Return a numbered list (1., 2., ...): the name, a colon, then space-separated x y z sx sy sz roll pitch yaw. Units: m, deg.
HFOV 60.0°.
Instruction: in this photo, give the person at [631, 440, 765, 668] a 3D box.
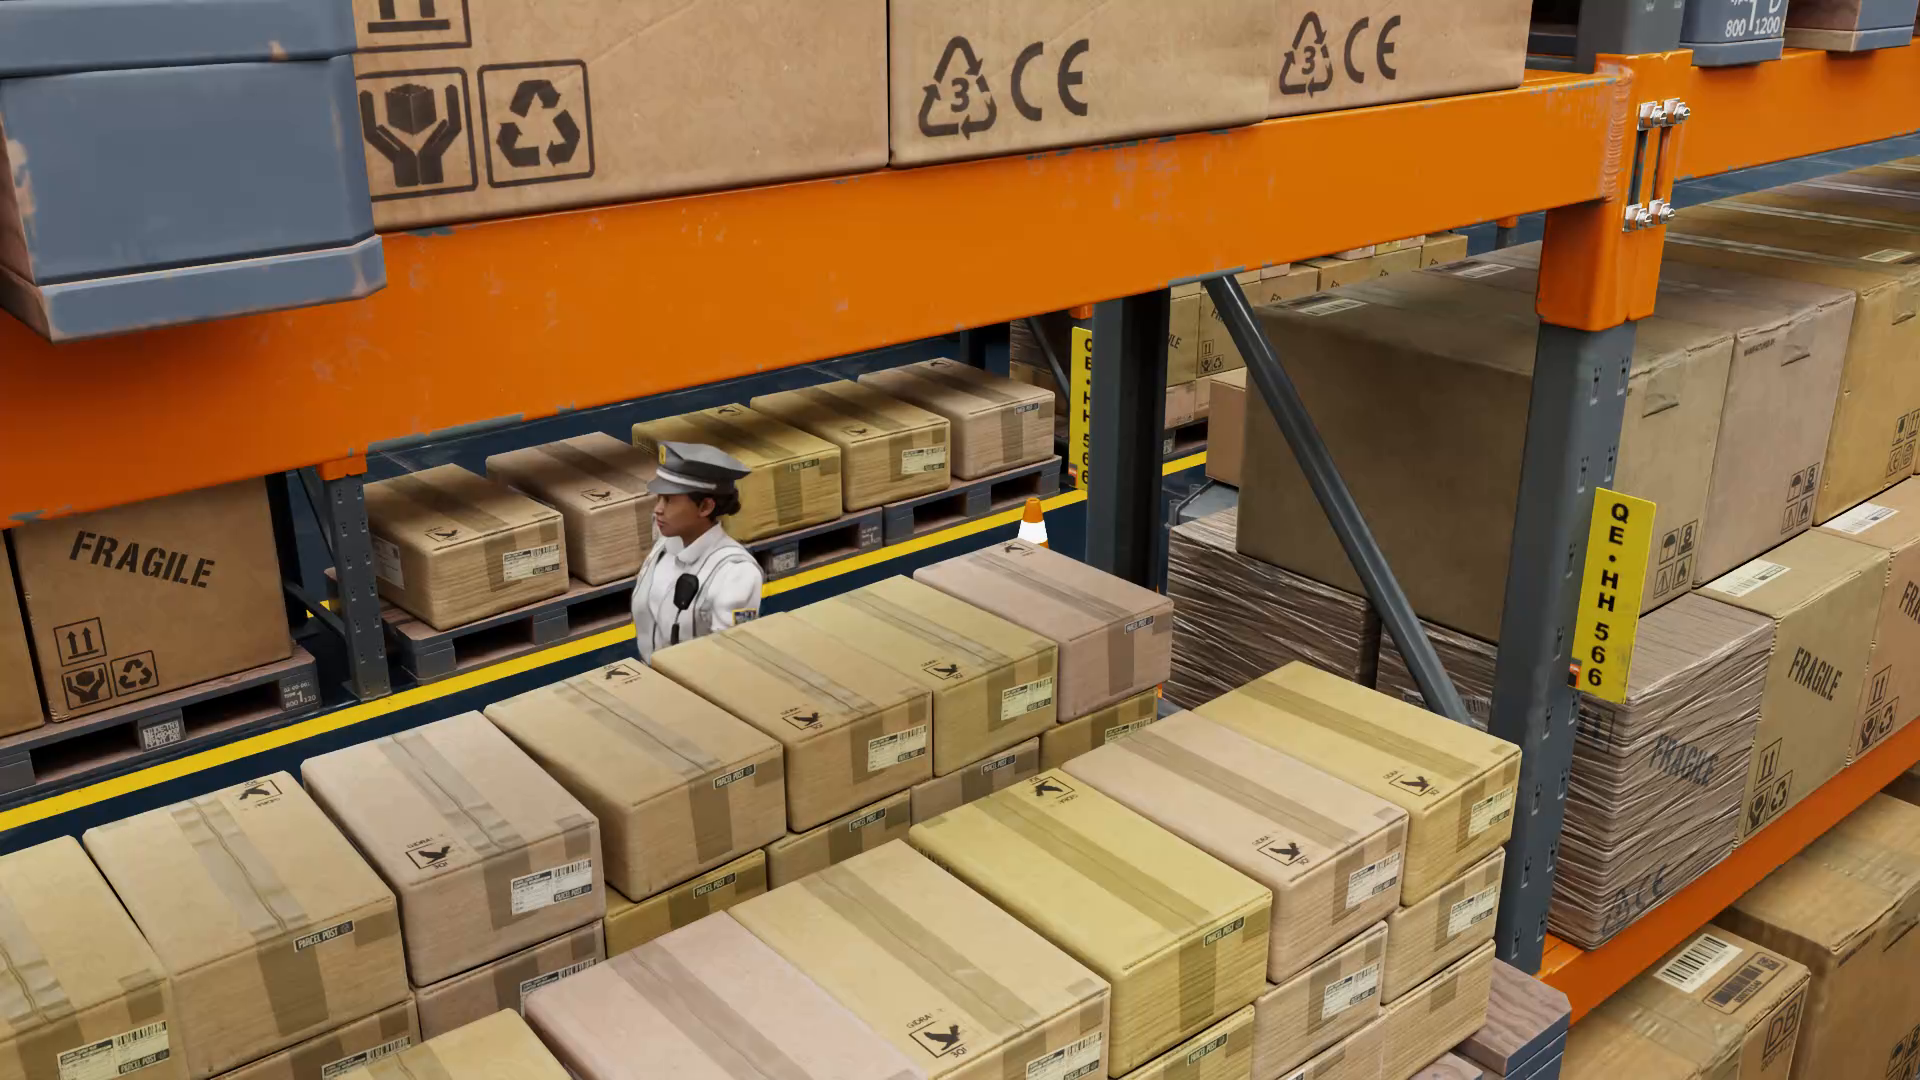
1. person: -0.681 0.502 4.689 0.711 1.662 0.488 -18 28 -39
